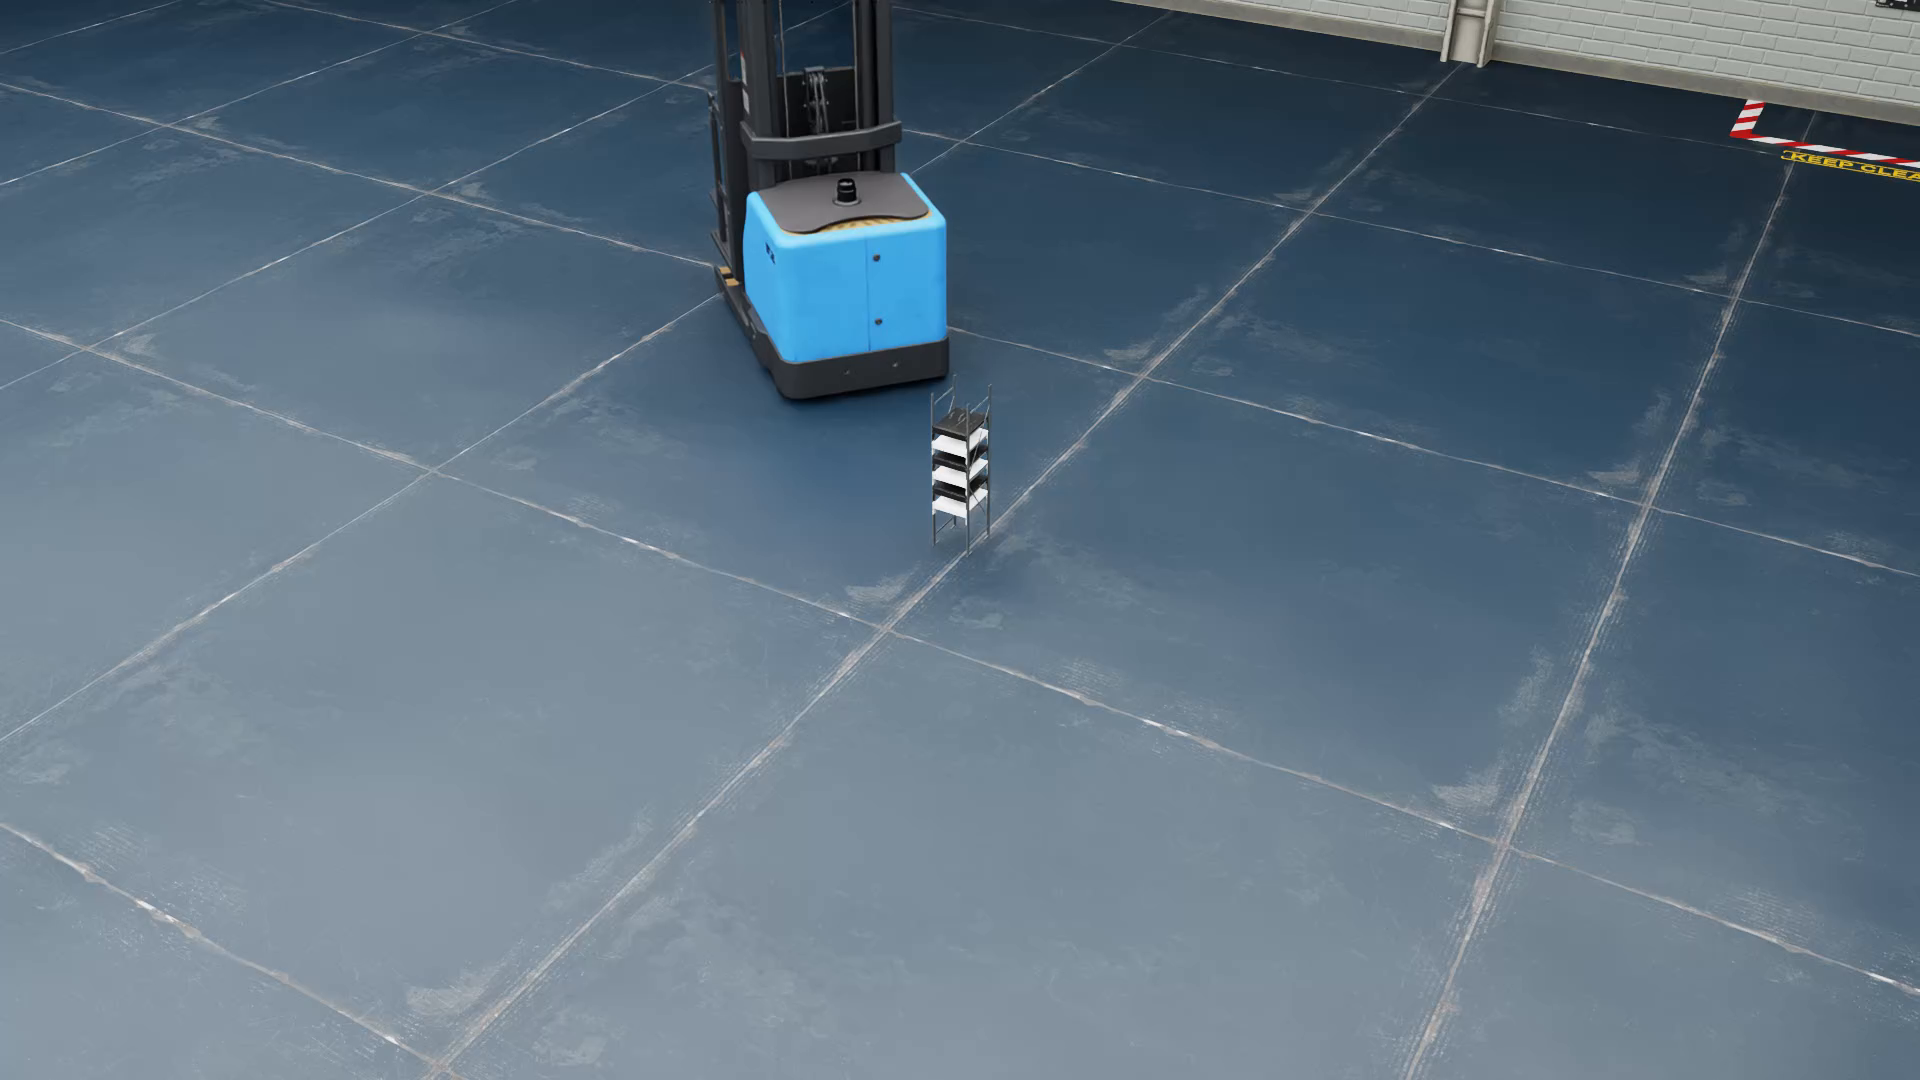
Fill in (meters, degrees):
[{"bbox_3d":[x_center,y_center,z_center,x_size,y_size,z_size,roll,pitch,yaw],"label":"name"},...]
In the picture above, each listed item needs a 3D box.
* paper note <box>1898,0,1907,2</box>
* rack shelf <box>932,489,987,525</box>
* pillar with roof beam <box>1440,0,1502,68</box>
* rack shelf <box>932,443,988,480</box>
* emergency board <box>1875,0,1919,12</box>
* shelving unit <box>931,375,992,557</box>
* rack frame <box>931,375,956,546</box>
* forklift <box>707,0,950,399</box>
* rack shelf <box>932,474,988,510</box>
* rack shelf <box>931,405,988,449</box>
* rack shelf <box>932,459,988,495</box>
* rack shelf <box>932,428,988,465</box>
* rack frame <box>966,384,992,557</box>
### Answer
[{"bbox_3d":[7.663,-4.475,13.559,0.142,0.148,0.016,18,37,24],"label":"paper note"},{"bbox_3d":[0.007,-0.195,8.615,0.200,0.077,0.258,18,37,24],"label":"rack shelf"},{"bbox_3d":[2.563,-6.138,9.848,0.400,9.000,9.100,18,37,24],"label":"pillar with roof beam"},{"bbox_3d":[0.007,-0.419,8.466,0.200,0.077,0.258,18,37,24],"label":"rack shelf"},{"bbox_3d":[7.784,-4.771,13.209,0.626,1.169,0.157,18,37,24],"label":"emergency board"},{"bbox_3d":[0.007,-0.372,8.497,0.210,0.900,0.258,18,37,24],"label":"shelving unit"},{"bbox_3d":[-0.081,-0.400,8.539,0.006,0.900,0.240,18,37,24],"label":"rack frame"},{"bbox_3d":[-1.024,-2.869,10.415,1.130,2.935,3.031,-11,35,-16],"label":"forklift"},{"bbox_3d":[0.007,-0.270,8.566,0.200,0.077,0.258,18,37,24],"label":"rack shelf"},{"bbox_3d":[0.007,-0.569,8.366,0.200,0.077,0.258,18,37,24],"label":"rack shelf"},{"bbox_3d":[0.007,-0.345,8.516,0.200,0.077,0.258,18,37,24],"label":"rack shelf"},{"bbox_3d":[0.007,-0.494,8.416,0.200,0.077,0.258,18,37,24],"label":"rack shelf"},{"bbox_3d":[0.095,-0.344,8.455,0.006,0.900,0.240,18,37,24],"label":"rack frame"}]
